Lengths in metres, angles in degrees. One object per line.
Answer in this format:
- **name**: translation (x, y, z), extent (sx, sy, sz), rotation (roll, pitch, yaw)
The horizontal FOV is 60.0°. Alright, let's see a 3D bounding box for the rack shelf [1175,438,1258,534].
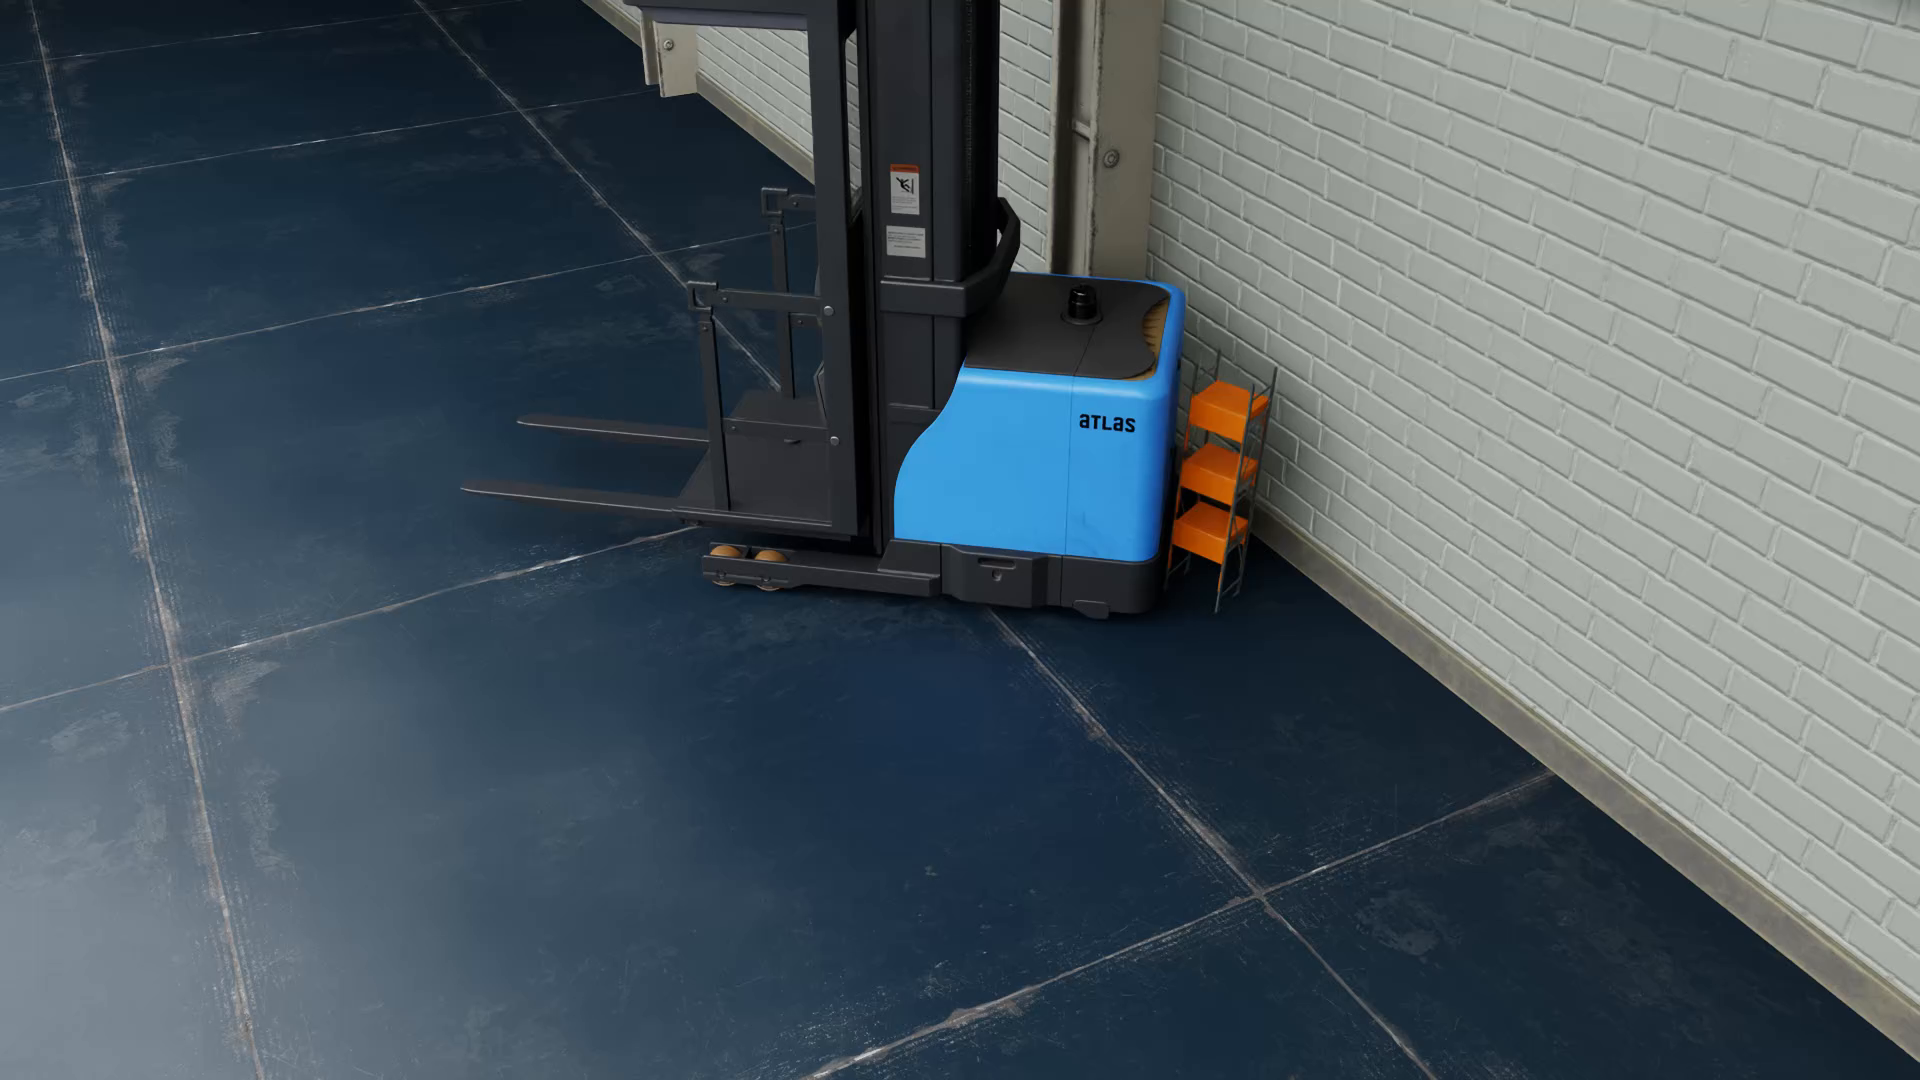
- **rack shelf**: translation (1.027, -0.216, 6.620), extent (0.240, 0.259, 0.215), rotation (24, 39, 28)

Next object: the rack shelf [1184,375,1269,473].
- **rack shelf**: translation (1.040, -0.453, 6.464), extent (0.240, 0.259, 0.215), rotation (24, 39, 28)

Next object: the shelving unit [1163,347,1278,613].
- **shelving unit**: translation (1.027, -0.225, 6.615), extent (0.252, 1.050, 0.215), rotation (24, 39, 28)

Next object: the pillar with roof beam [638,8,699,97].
- **pillar with roof beam**: translation (-5.981, -6.139, 8.490), extent (9.100, 9.000, 0.400), rotation (-16, 36, -23)

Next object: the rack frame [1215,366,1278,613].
- **rack frame**: translation (1.125, -0.181, 6.557), extent (0.008, 1.050, 0.200), rotation (24, 39, 28)

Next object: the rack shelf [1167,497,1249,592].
- **rack shelf**: translation (1.014, 0.015, 6.774), extent (0.240, 0.259, 0.215), rotation (24, 39, 28)

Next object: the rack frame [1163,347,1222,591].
- **rack frame**: translation (0.929, -0.269, 6.672), extent (0.008, 1.050, 0.200), rotation (24, 39, 28)

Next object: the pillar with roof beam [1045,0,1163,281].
- **pillar with roof beam**: translation (-3.183, -3.275, 4.021), extent (9.100, 9.000, 0.400), rotation (-16, 36, -23)

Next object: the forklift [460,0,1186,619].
- **forklift**: translation (-0.615, -1.296, 6.556), extent (3.031, 2.935, 1.130), rotation (6, 33, 9)
